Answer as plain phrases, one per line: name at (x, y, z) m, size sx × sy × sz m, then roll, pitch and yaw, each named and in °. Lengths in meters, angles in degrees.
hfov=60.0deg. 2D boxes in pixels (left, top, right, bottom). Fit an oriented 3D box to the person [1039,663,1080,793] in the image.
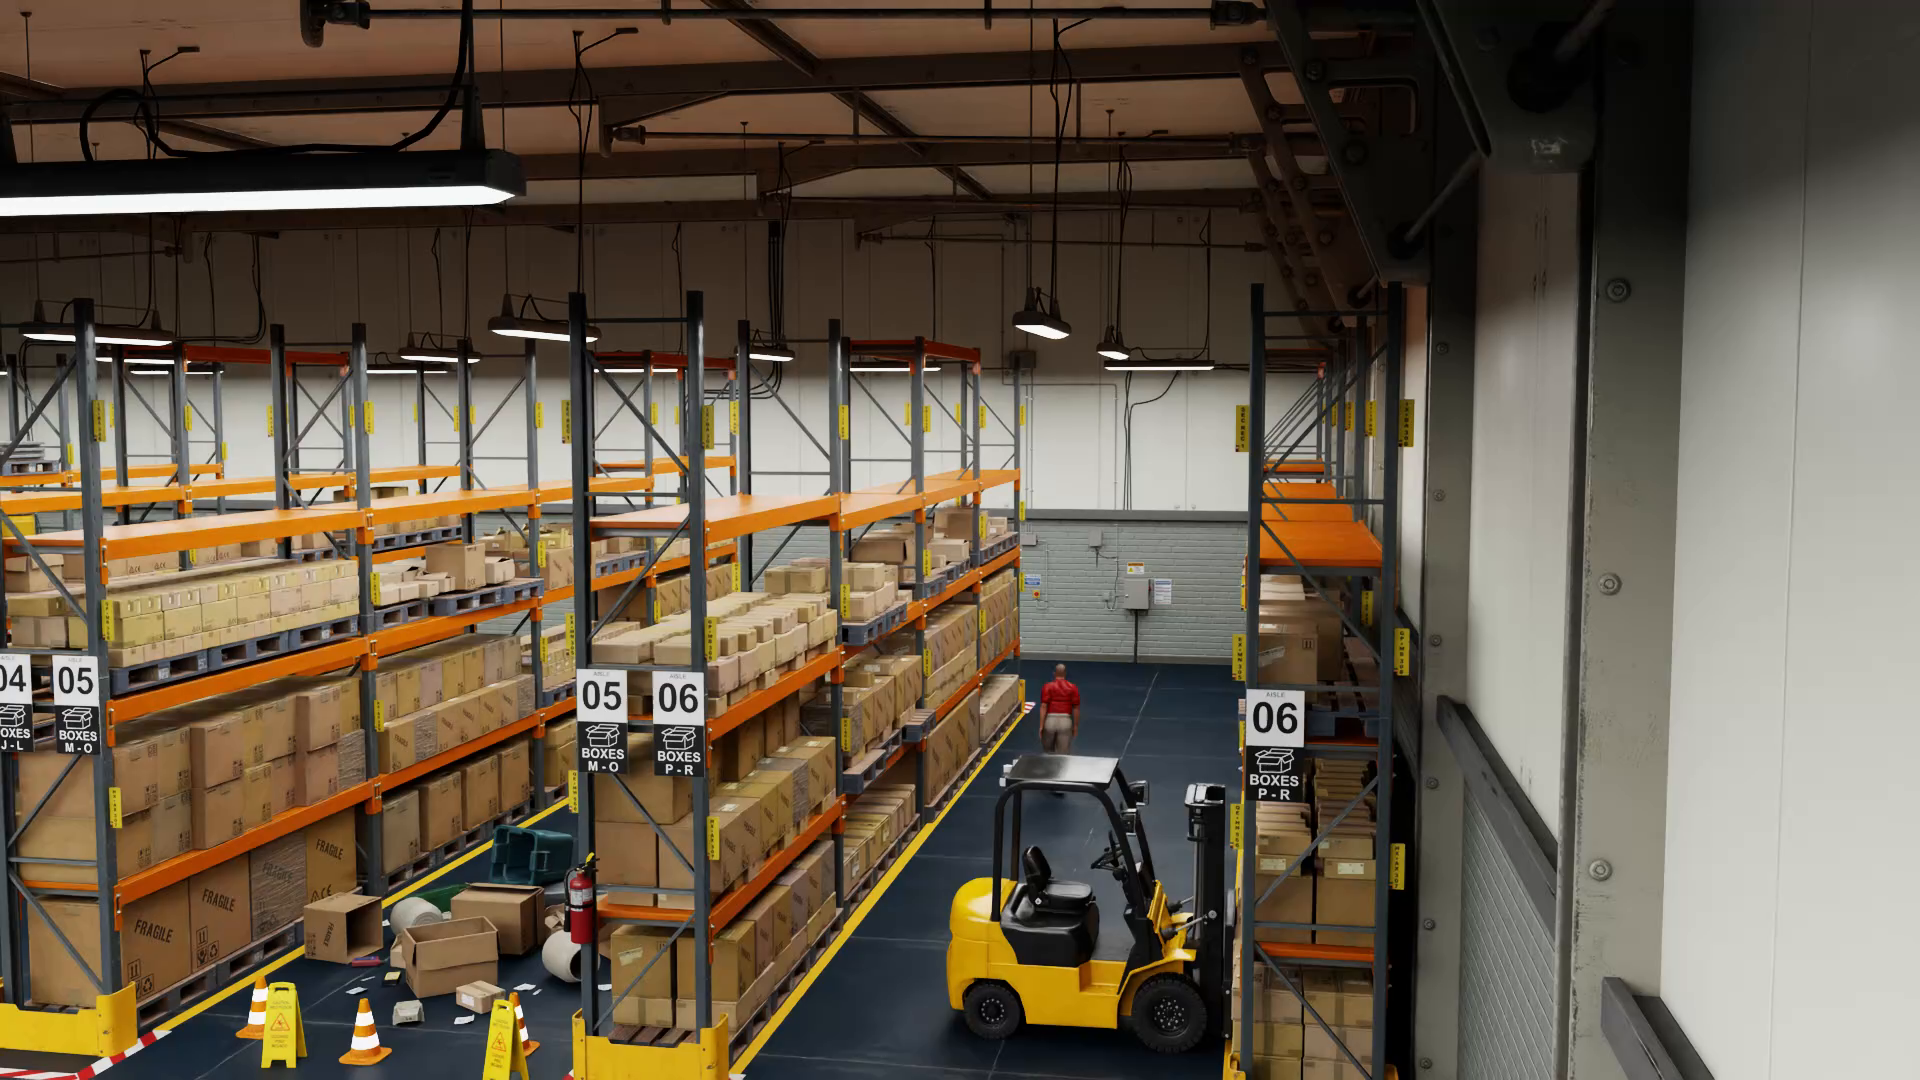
person at (1.331, 2.548, 22.272) m, size 0.552 × 1.785 × 0.599 m, roll 0°, pitch 5°, yaw 5°
